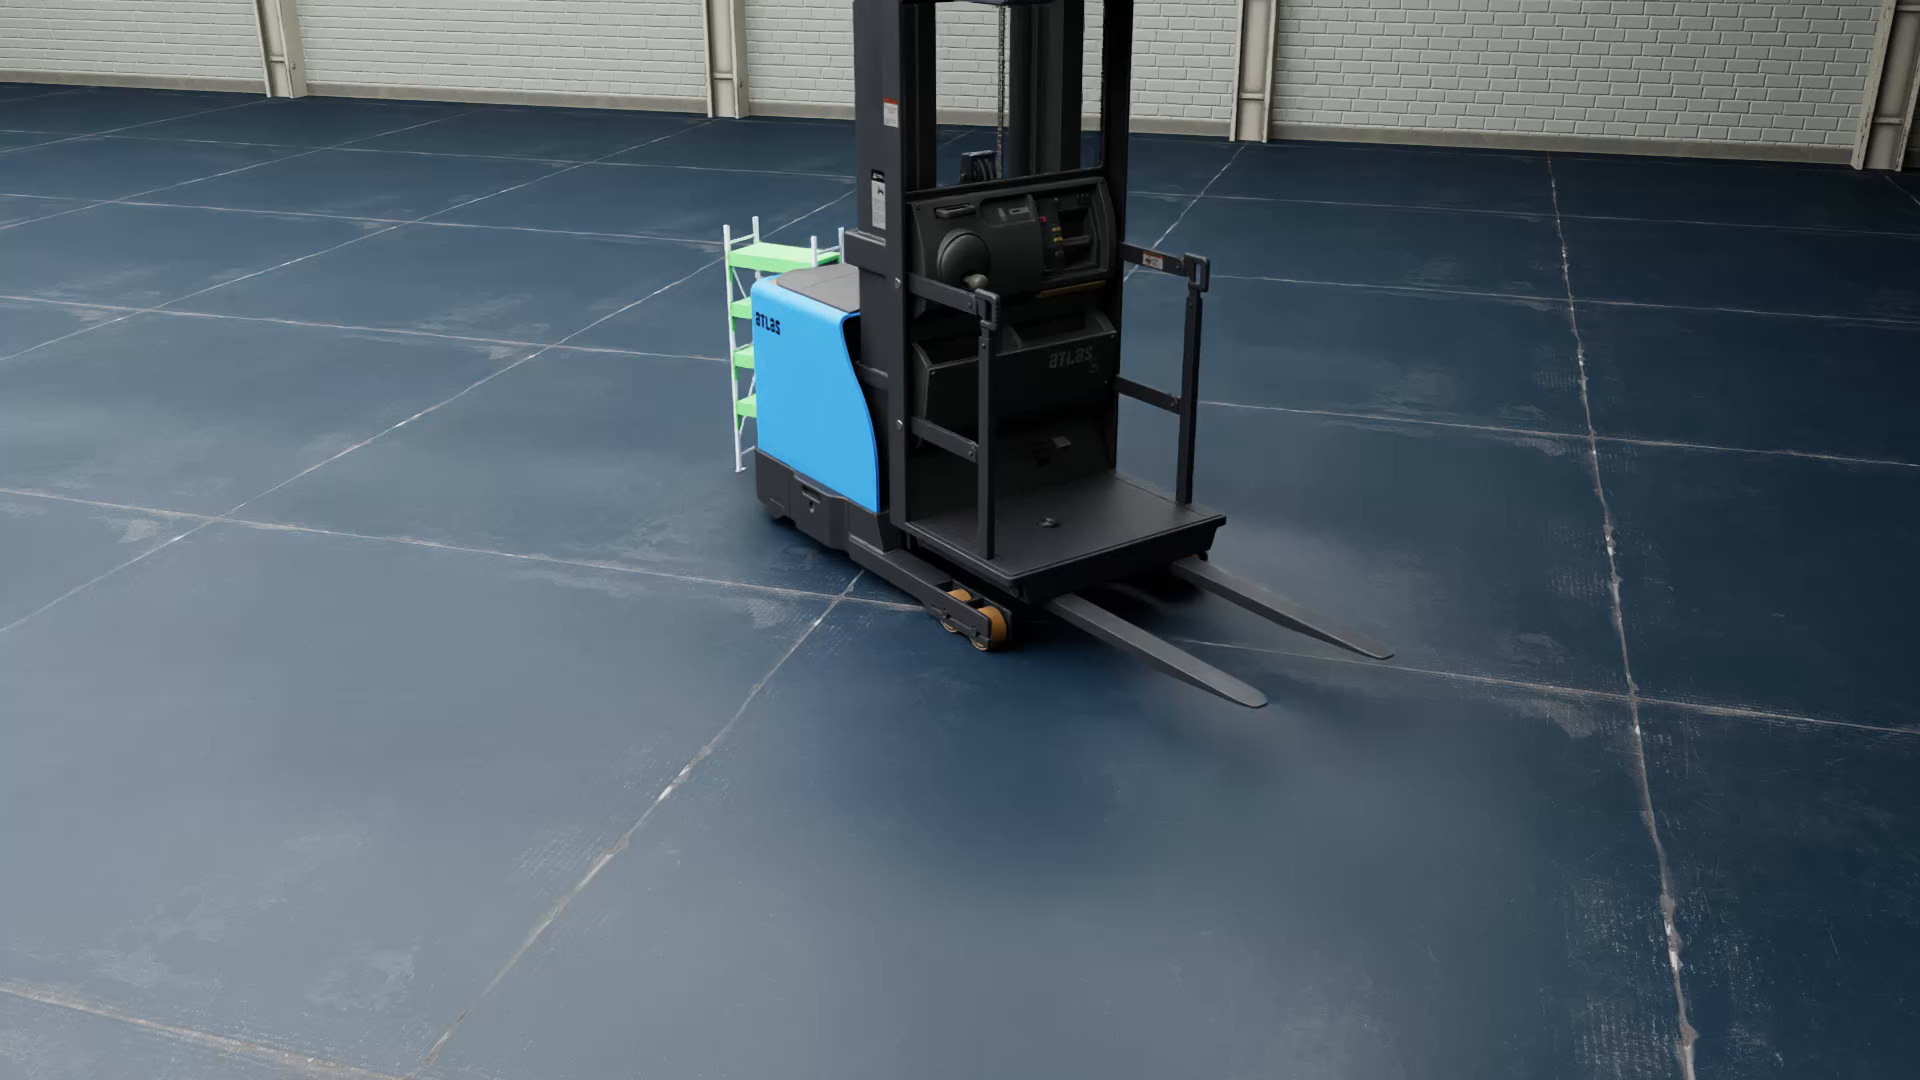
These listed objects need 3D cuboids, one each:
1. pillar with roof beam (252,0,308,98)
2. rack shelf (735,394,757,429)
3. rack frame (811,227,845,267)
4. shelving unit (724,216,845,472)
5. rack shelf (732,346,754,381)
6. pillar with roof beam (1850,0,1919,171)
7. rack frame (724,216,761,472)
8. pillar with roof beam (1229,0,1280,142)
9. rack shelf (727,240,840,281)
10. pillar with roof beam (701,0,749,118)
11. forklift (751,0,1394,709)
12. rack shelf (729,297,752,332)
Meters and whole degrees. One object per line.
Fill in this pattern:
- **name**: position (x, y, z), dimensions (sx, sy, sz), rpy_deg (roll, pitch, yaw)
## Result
- **pillar with roof beam**: position (-9.658, -8.159, 15.304), dimensions (0.400, 9.000, 9.100), rpy_deg (7, 23, 16)
- **rack shelf**: position (-0.806, -0.597, 7.945), dimensions (0.480, 0.148, 0.258), rpy_deg (13, 25, 28)
- **rack frame**: position (-0.595, -0.831, 7.715), dimensions (0.015, 1.200, 0.240), rpy_deg (13, 25, 28)
- **shelving unit**: position (-0.806, -0.878, 7.830), dimensions (0.503, 1.200, 0.258), rpy_deg (13, 25, 28)
- **rack shelf**: position (-0.806, -0.819, 7.854), dimensions (0.480, 0.148, 0.258), rpy_deg (13, 25, 28)
- **pillar with roof beam**: position (7.574, -6.186, 10.494), dimensions (0.400, 9.000, 9.100), rpy_deg (7, 23, 16)
- **rack frame**: position (-1.016, -0.925, 7.944), dimensions (0.015, 1.200, 0.240), rpy_deg (13, 25, 28)
- **pillar with roof beam**: position (1.830, -6.844, 12.097), dimensions (0.400, 9.000, 9.100), rpy_deg (7, 23, 16)
- **rack shelf**: position (-0.806, -1.263, 7.672), dimensions (0.480, 0.148, 0.258), rpy_deg (13, 25, 28)
- **pillar with roof beam**: position (-3.914, -7.502, 13.701), dimensions (0.400, 9.000, 9.100), rpy_deg (7, 23, 16)
- **forklift**: position (0.344, -1.149, 6.209), dimensions (1.130, 2.935, 3.031), rpy_deg (-15, 27, -33)
- **rack shelf**: position (-0.806, -1.041, 7.763), dimensions (0.480, 0.148, 0.258), rpy_deg (13, 25, 28)
